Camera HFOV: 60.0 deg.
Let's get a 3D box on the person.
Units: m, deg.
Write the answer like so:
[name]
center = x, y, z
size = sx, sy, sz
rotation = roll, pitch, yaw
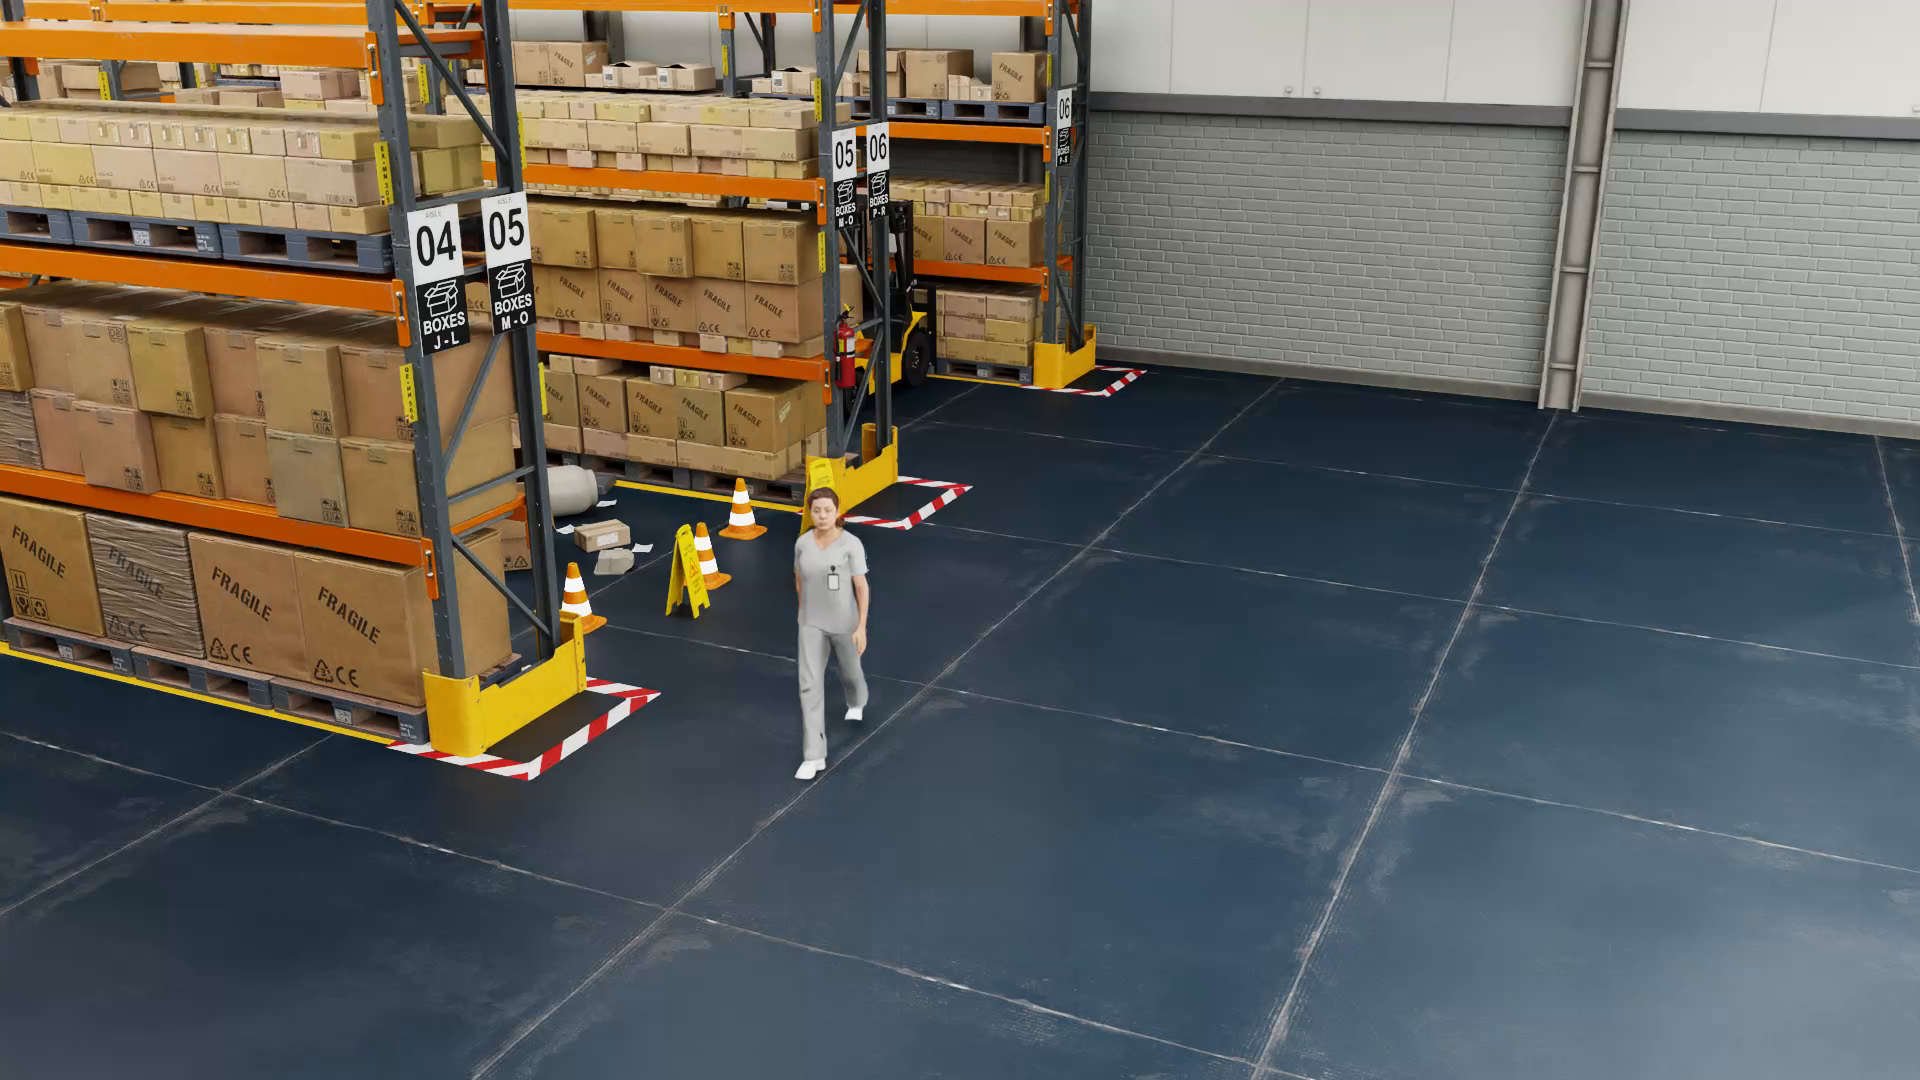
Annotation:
[person]
center = -0.745, 0.484, 9.684
size = 0.454, 1.617, 1.040
rotation = 2, 19, 6
